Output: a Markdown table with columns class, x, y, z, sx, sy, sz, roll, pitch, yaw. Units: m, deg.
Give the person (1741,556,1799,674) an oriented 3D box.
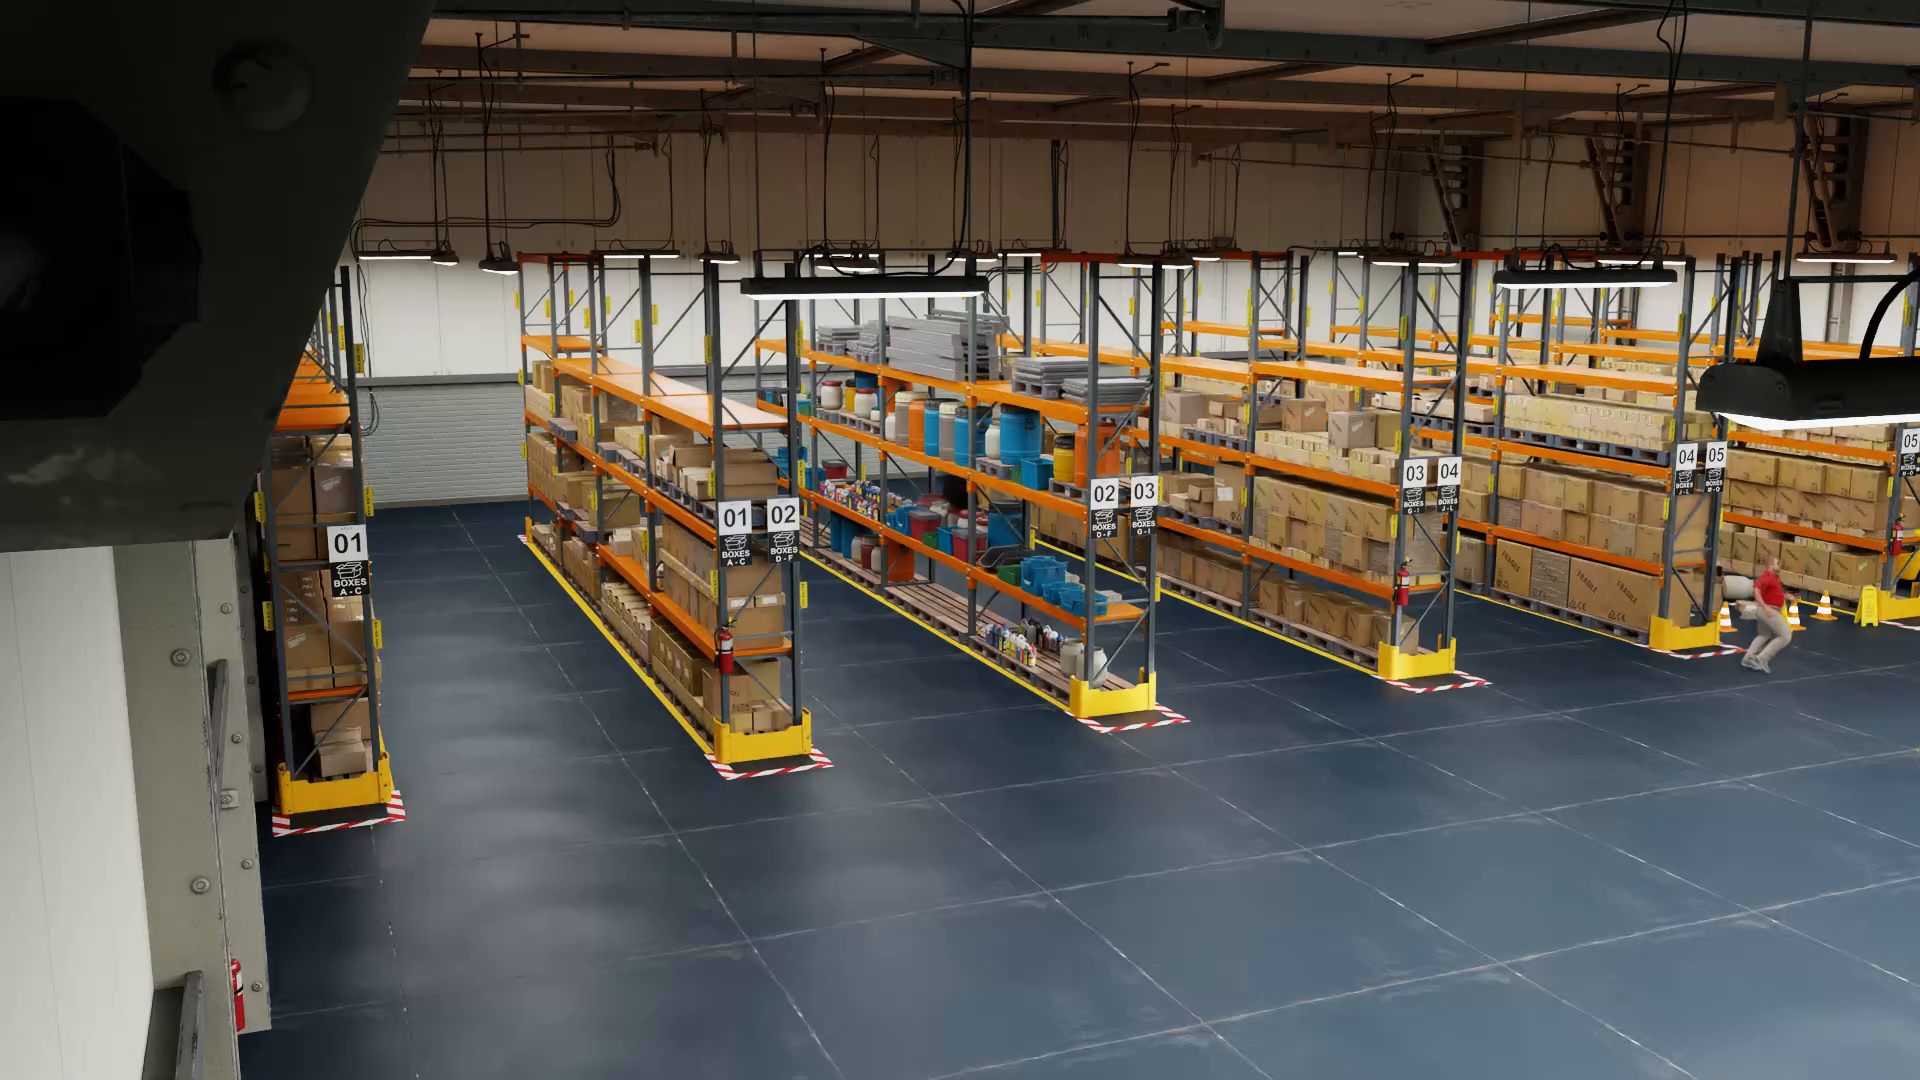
| class | x | y | z | sx | sy | sz | roll | pitch | yaw |
| --- | --- | --- | --- | --- | --- | --- | --- | --- | --- |
| person | 11.871 | 1.096 | 24.315 | 0.682 | 1.722 | 0.638 | 4 | 11 | 19 |
